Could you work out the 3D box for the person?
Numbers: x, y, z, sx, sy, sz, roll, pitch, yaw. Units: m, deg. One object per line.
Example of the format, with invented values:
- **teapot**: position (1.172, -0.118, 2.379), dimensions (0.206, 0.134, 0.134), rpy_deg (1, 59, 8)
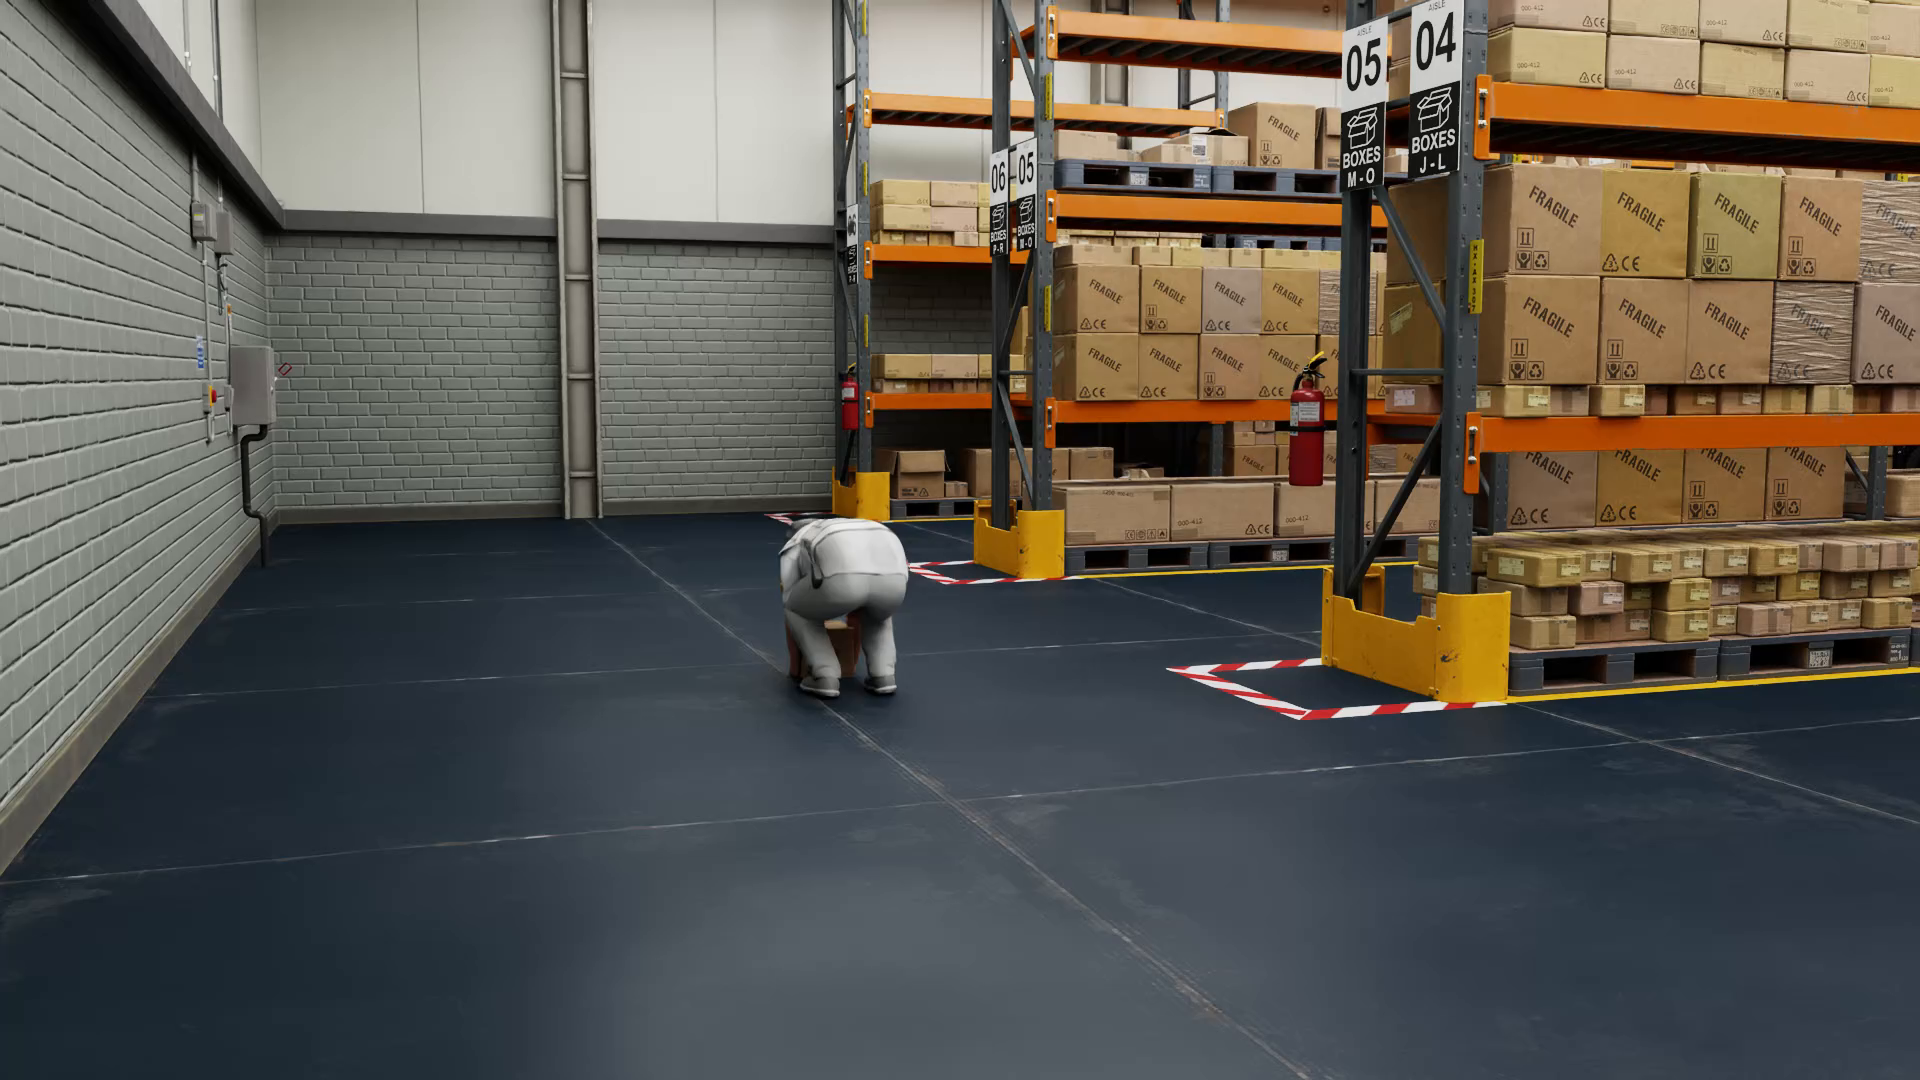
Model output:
- **person**: position (-0.585, 0.308, 8.005), dimensions (0.533, 0.840, 1.031), rpy_deg (-2, 6, -20)
